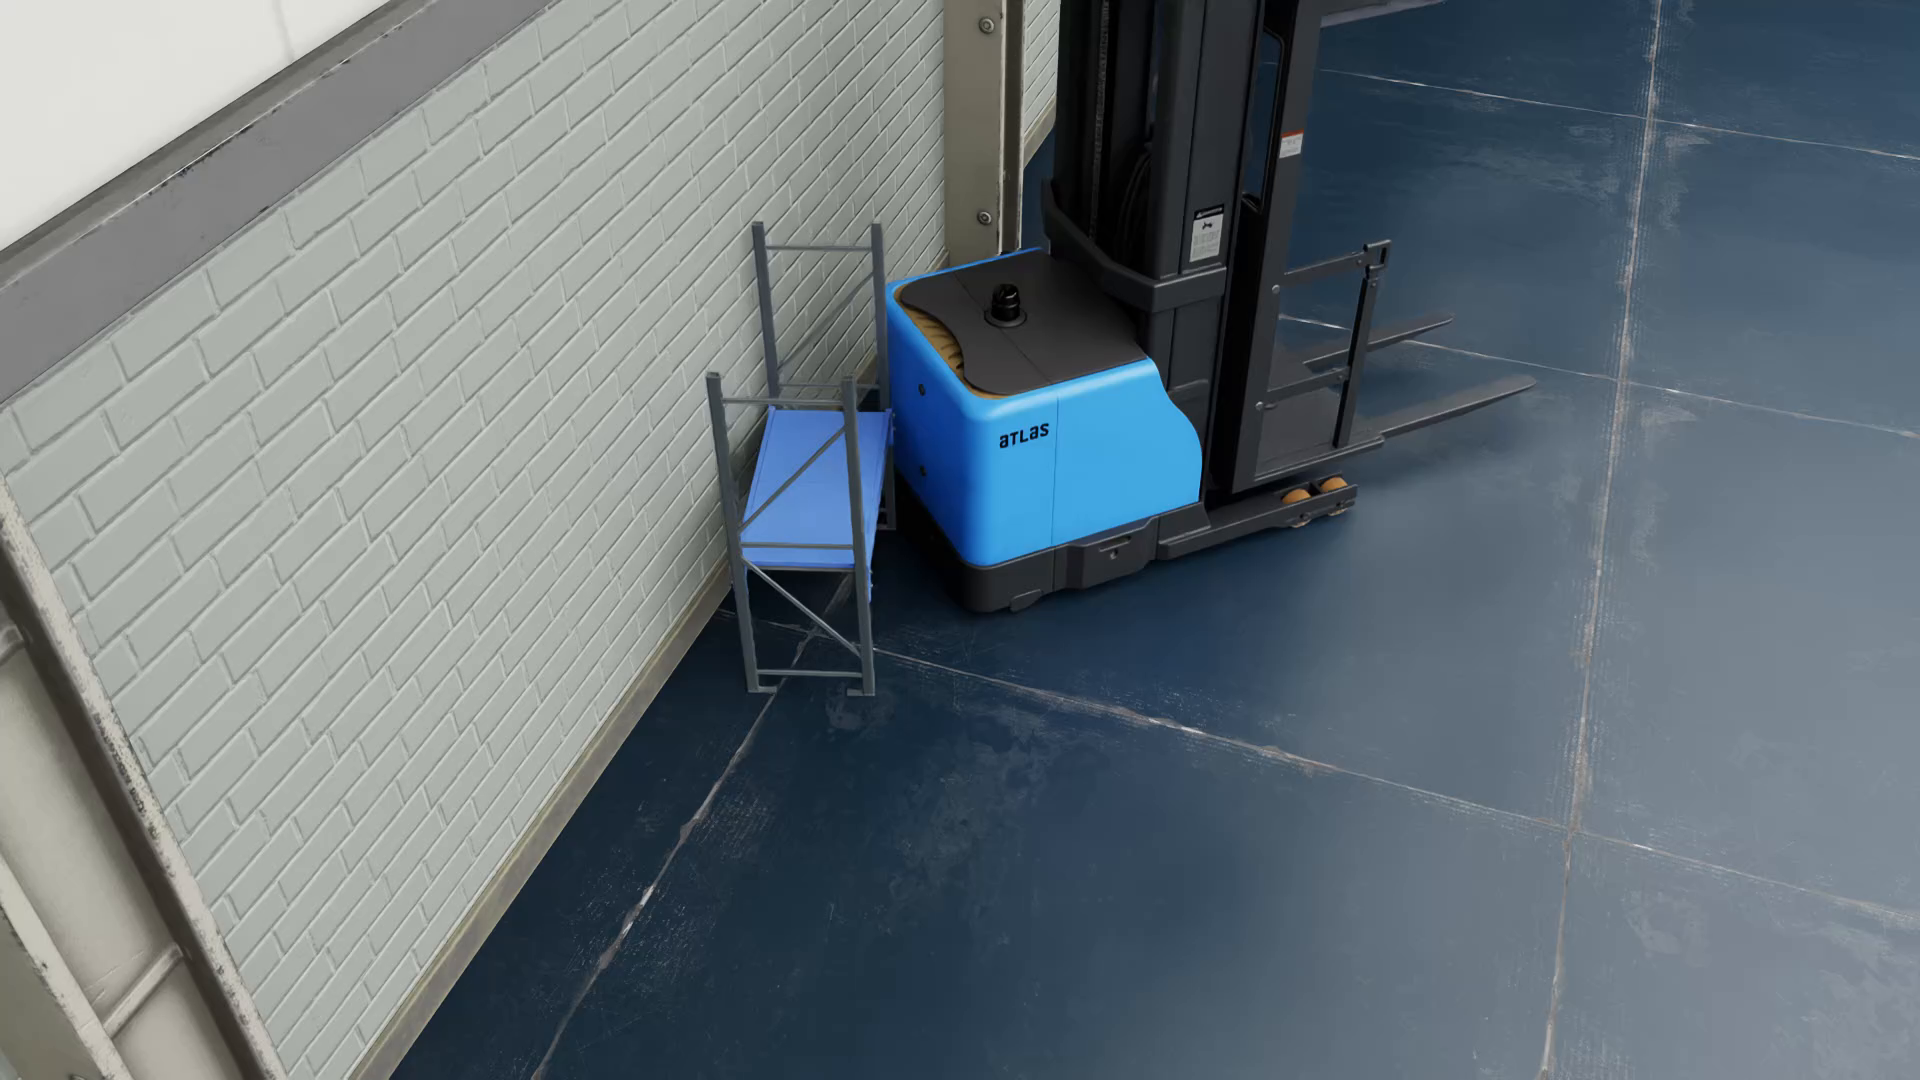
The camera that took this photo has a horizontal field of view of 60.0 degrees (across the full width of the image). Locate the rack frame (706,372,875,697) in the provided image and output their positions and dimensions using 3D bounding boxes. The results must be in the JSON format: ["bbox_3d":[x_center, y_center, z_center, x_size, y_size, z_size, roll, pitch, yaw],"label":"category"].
[{"bbox_3d":[-0.593,0.024,6.052,0.500,1.500,0.032,1,40,3],"label":"rack frame"}]

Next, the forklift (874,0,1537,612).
[{"bbox_3d":[1.191,-1.465,6.709,3.031,2.935,1.130,-17,43,-19],"label":"forklift"}]

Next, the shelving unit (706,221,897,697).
[{"bbox_3d":[-0.564,-0.303,6.439,0.538,1.500,1.048,1,40,3],"label":"shelving unit"}]

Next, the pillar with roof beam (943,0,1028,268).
[{"bbox_3d":[4.170,-3.986,4.989,9.100,9.000,0.400,13,42,15],"label":"pillar with roof beam"}]

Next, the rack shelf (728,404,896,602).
[{"bbox_3d":[-0.562,-0.166,6.555,0.538,0.185,1.000,1,40,3],"label":"rack shelf"}]

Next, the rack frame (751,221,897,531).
[{"bbox_3d":[-0.536,-0.631,6.827,0.500,1.500,0.032,1,40,3],"label":"rack frame"}]
